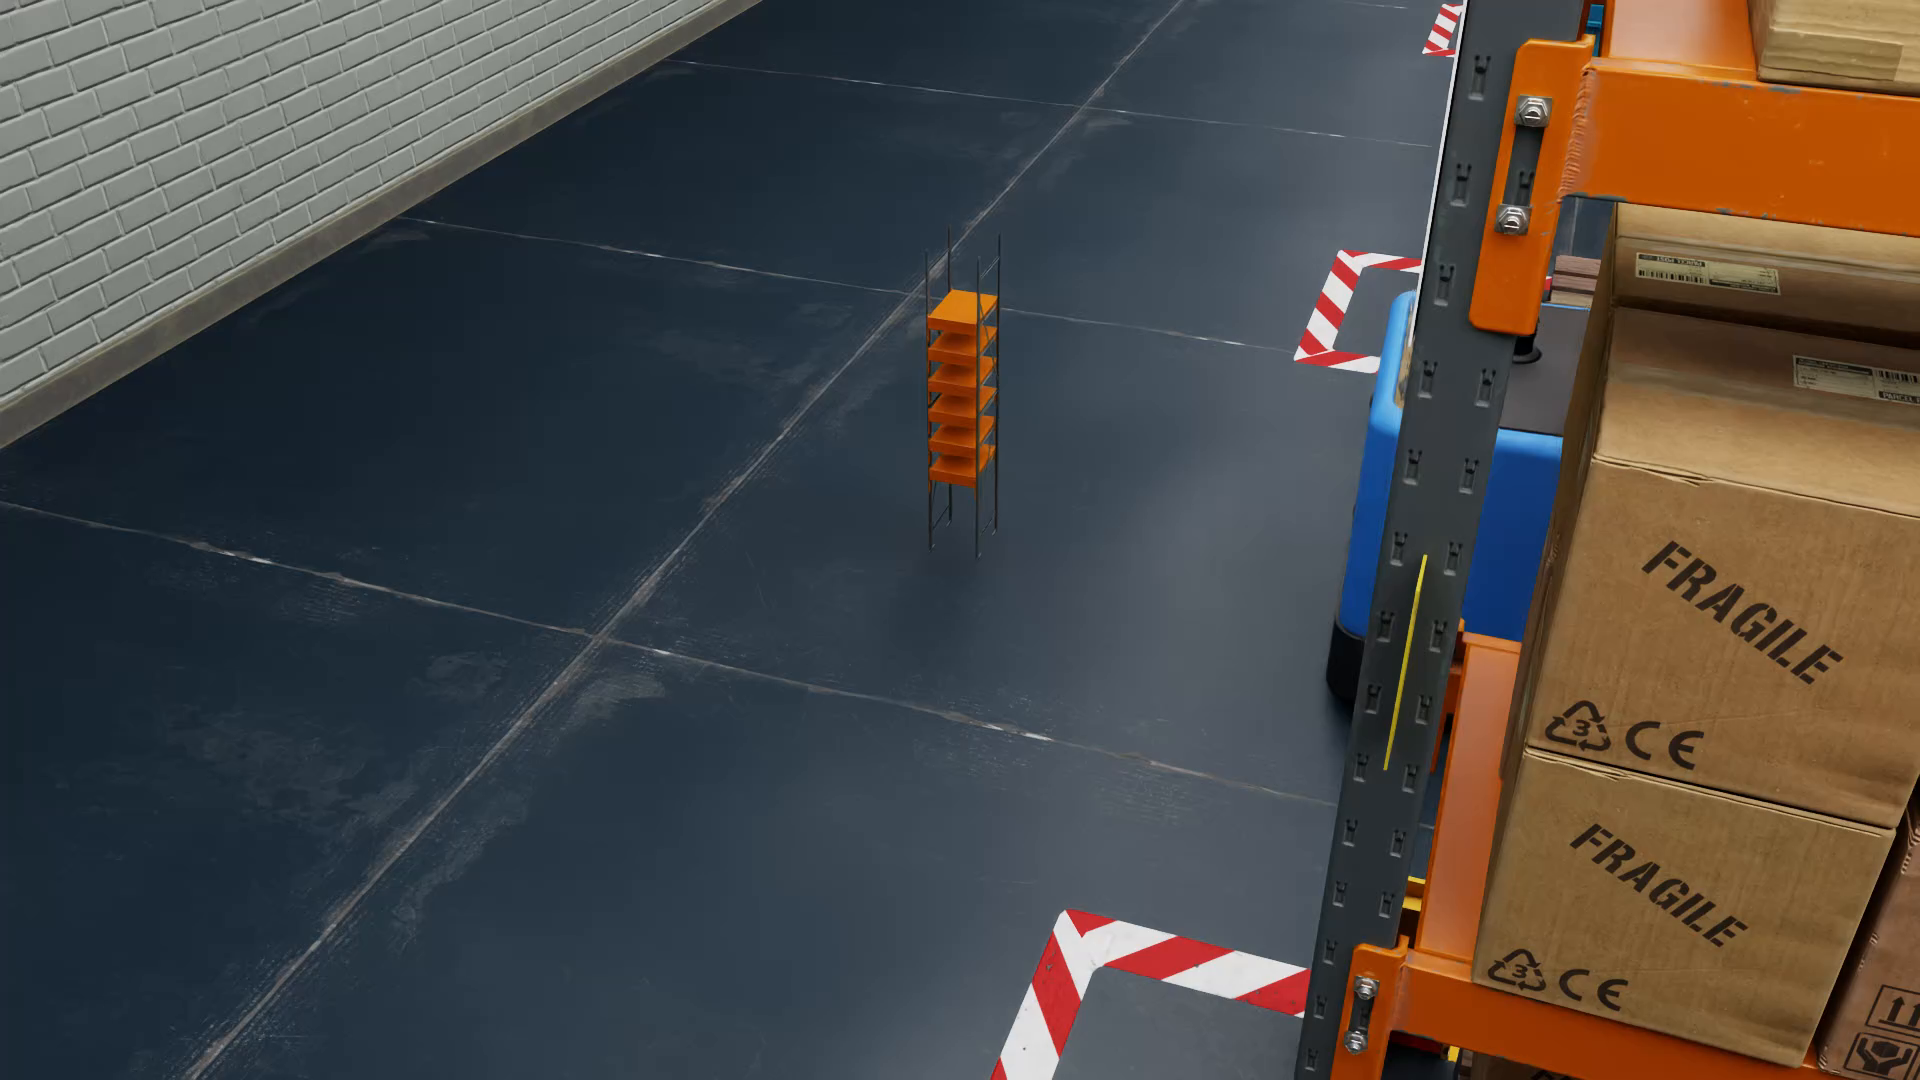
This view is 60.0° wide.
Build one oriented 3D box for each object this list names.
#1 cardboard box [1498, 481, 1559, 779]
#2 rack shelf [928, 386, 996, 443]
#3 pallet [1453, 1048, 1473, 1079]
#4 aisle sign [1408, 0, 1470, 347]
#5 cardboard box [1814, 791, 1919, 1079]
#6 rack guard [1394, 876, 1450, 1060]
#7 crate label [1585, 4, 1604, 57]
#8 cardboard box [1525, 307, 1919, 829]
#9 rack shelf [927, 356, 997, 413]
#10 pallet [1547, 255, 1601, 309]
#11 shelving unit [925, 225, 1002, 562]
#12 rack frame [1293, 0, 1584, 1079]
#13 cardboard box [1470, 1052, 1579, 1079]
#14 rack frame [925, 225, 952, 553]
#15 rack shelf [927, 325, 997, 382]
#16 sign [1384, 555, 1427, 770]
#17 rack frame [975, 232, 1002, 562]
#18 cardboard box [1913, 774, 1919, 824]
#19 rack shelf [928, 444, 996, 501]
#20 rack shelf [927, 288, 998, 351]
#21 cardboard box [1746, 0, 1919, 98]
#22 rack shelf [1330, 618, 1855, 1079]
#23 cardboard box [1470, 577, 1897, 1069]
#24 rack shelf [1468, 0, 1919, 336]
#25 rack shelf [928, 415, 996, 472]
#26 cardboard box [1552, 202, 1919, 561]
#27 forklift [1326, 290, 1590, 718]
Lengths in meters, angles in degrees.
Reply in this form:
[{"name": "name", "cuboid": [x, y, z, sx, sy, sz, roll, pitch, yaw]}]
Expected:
[{"name": "cardboard box", "cuboid": [1.341, 0.167, 3.133, 0.500, 0.500, 0.500, 12, 35, 18]}, {"name": "rack shelf", "cuboid": [0.014, -0.464, 5.945, 0.180, 0.103, 0.258, 11, 34, 16]}, {"name": "pallet", "cuboid": [1.650, 1.597, 3.582, 1.213, 0.211, 1.003, 11, 34, 16]}, {"name": "aisle sign", "cuboid": [0.664, -0.688, 2.154, 0.004, 0.787, 0.394, 11, 34, 16]}, {"name": "cardboard box", "cuboid": [1.644, 0.532, 2.568, 0.500, 0.500, 0.500, 11, 34, 16]}, {"name": "rack guard", "cuboid": [0.899, 1.330, 3.728, 0.348, 0.500, 1.175, 11, 34, 16]}, {"name": "crate label", "cuboid": [2.623, -2.004, 6.687, 0.303, 0.233, 0.416, 11, 34, 16]}, {"name": "cardboard box", "cuboid": [1.156, 0.020, 2.439, 0.500, 0.500, 0.500, 12, 35, 18]}, {"name": "rack shelf", "cuboid": [0.014, -0.565, 5.879, 0.180, 0.103, 0.258, 11, 34, 16]}, {"name": "pallet", "cuboid": [3.265, -0.920, 7.480, 1.213, 0.211, 1.003, 11, 34, 16]}, {"name": "shelving unit", "cuboid": [0.014, -0.501, 5.920, 0.189, 1.200, 0.258, 11, 34, 16]}, {"name": "rack frame", "cuboid": [0.827, 0.266, 3.072, 0.127, 3.000, 1.000, 11, 34, 16]}, {"name": "cardboard box", "cuboid": [1.422, 1.105, 3.671, 0.500, 0.500, 0.500, 11, 34, 16]}, {"name": "rack frame", "cuboid": [-0.073, -0.518, 5.946, 0.006, 1.200, 0.240, 11, 34, 16]}, {"name": "rack shelf", "cuboid": [0.014, -0.666, 5.814, 0.180, 0.103, 0.258, 11, 34, 16]}, {"name": "sign", "cuboid": [0.645, 0.180, 2.408, 0.005, 0.325, 0.100, 11, 34, 16]}, {"name": "rack frame", "cuboid": [0.100, -0.485, 5.895, 0.006, 1.200, 0.240, 11, 34, 16]}, {"name": "cardboard box", "cuboid": [1.651, 0.112, 2.297, 0.500, 0.500, 0.500, 11, 35, 17]}, {"name": "rack shelf", "cuboid": [0.014, -0.262, 6.075, 0.180, 0.103, 0.258, 11, 34, 16]}, {"name": "rack shelf", "cuboid": [0.014, -0.767, 5.749, 0.180, 0.103, 0.258, 11, 34, 16]}, {"name": "cardboard box", "cuboid": [1.225, -0.707, 1.952, 0.500, 0.250, 0.500, 11, 34, 16]}, {"name": "rack shelf", "cuboid": [2.710, 0.935, 2.700, 4.000, 0.370, 1.077, 11, 34, 16]}, {"name": "cardboard box", "cuboid": [1.156, 0.440, 2.711, 0.500, 0.500, 0.500, 12, 35, 17]}, {"name": "rack shelf", "cuboid": [2.710, -0.326, 1.887, 4.000, 0.370, 1.077, 11, 34, 16]}, {"name": "rack shelf", "cuboid": [0.014, -0.363, 6.010, 0.180, 0.103, 0.258, 11, 34, 16]}, {"name": "cardboard box", "cuboid": [1.339, -0.255, 2.865, 0.500, 0.500, 0.500, 11, 34, 16]}, {"name": "forklift", "cuboid": [2.766, -0.706, 4.642, 3.031, 2.935, 1.130, 9, 34, 14]}]
